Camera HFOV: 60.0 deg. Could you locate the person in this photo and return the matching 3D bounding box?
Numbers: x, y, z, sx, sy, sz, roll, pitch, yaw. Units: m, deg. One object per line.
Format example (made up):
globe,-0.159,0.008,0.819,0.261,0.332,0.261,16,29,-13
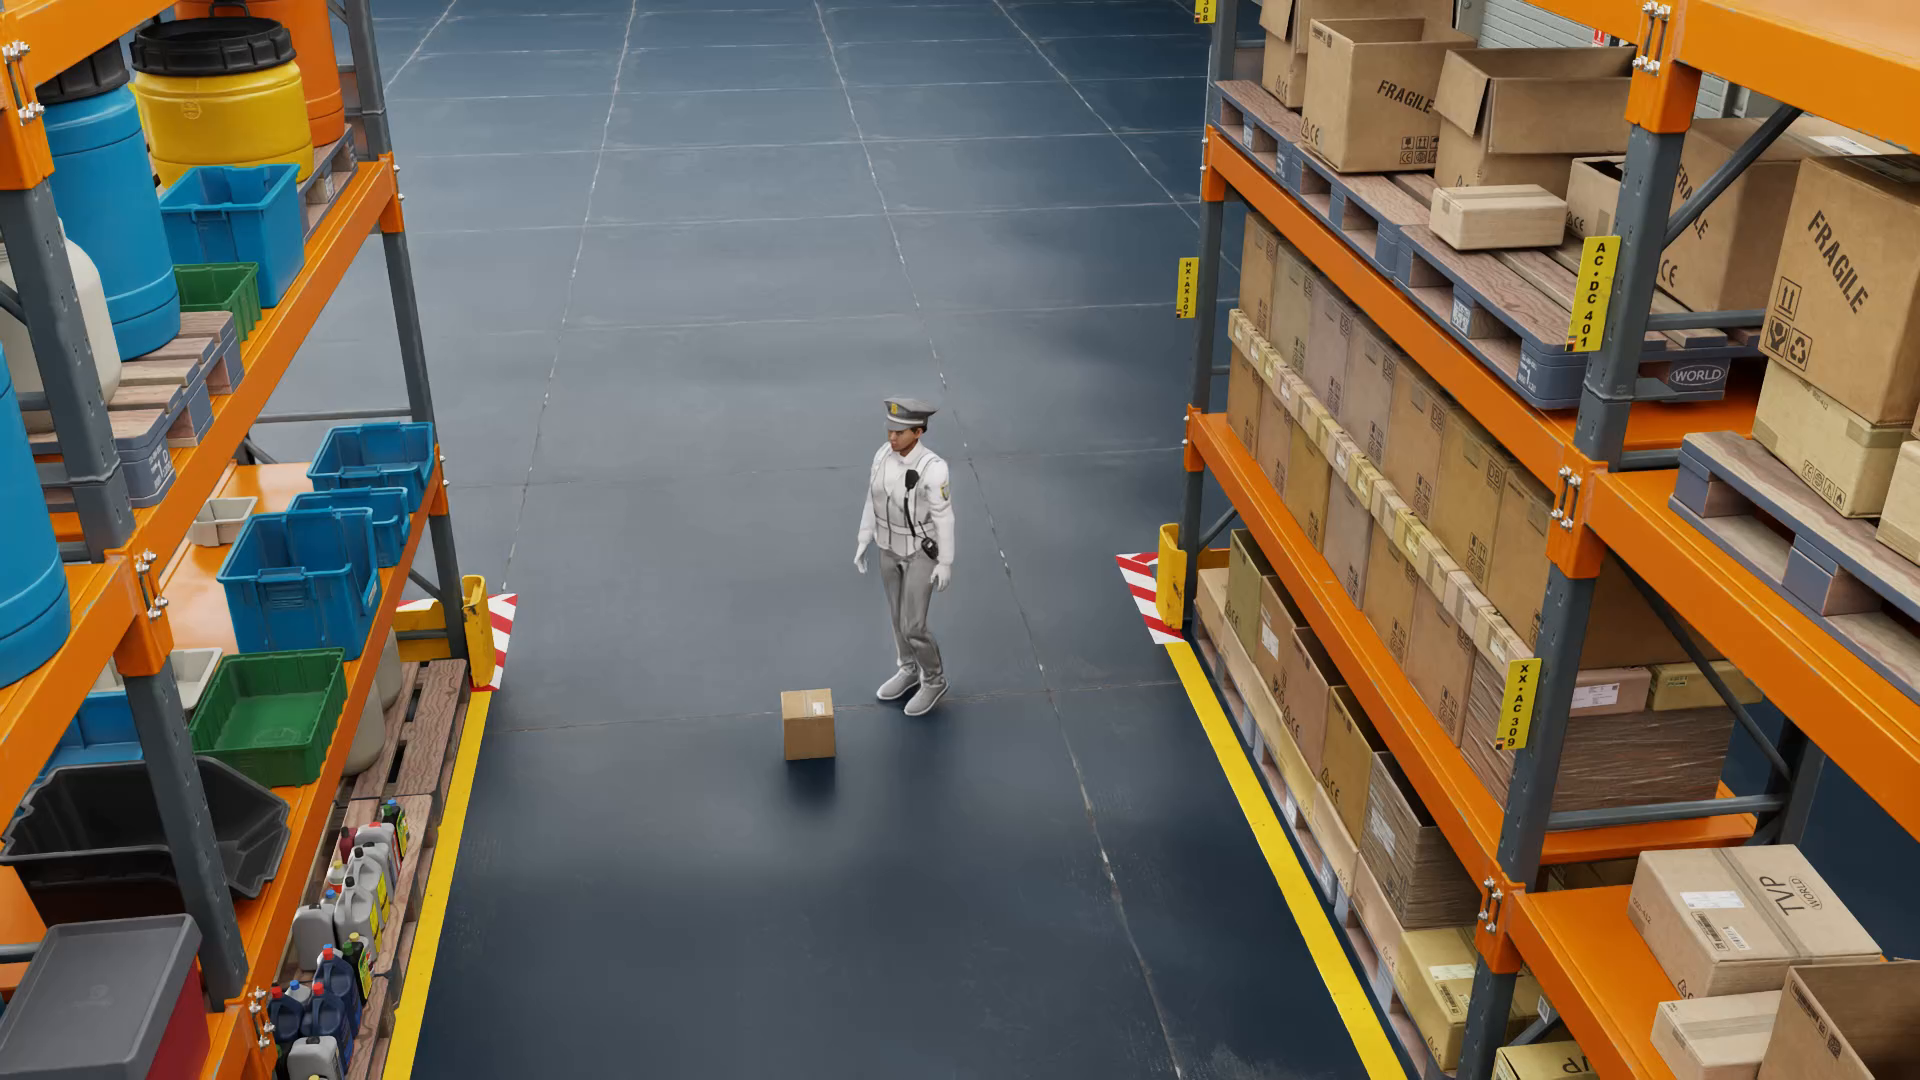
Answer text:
person,-0.278,0.064,8.454,0.511,1.692,0.353,23,35,37
